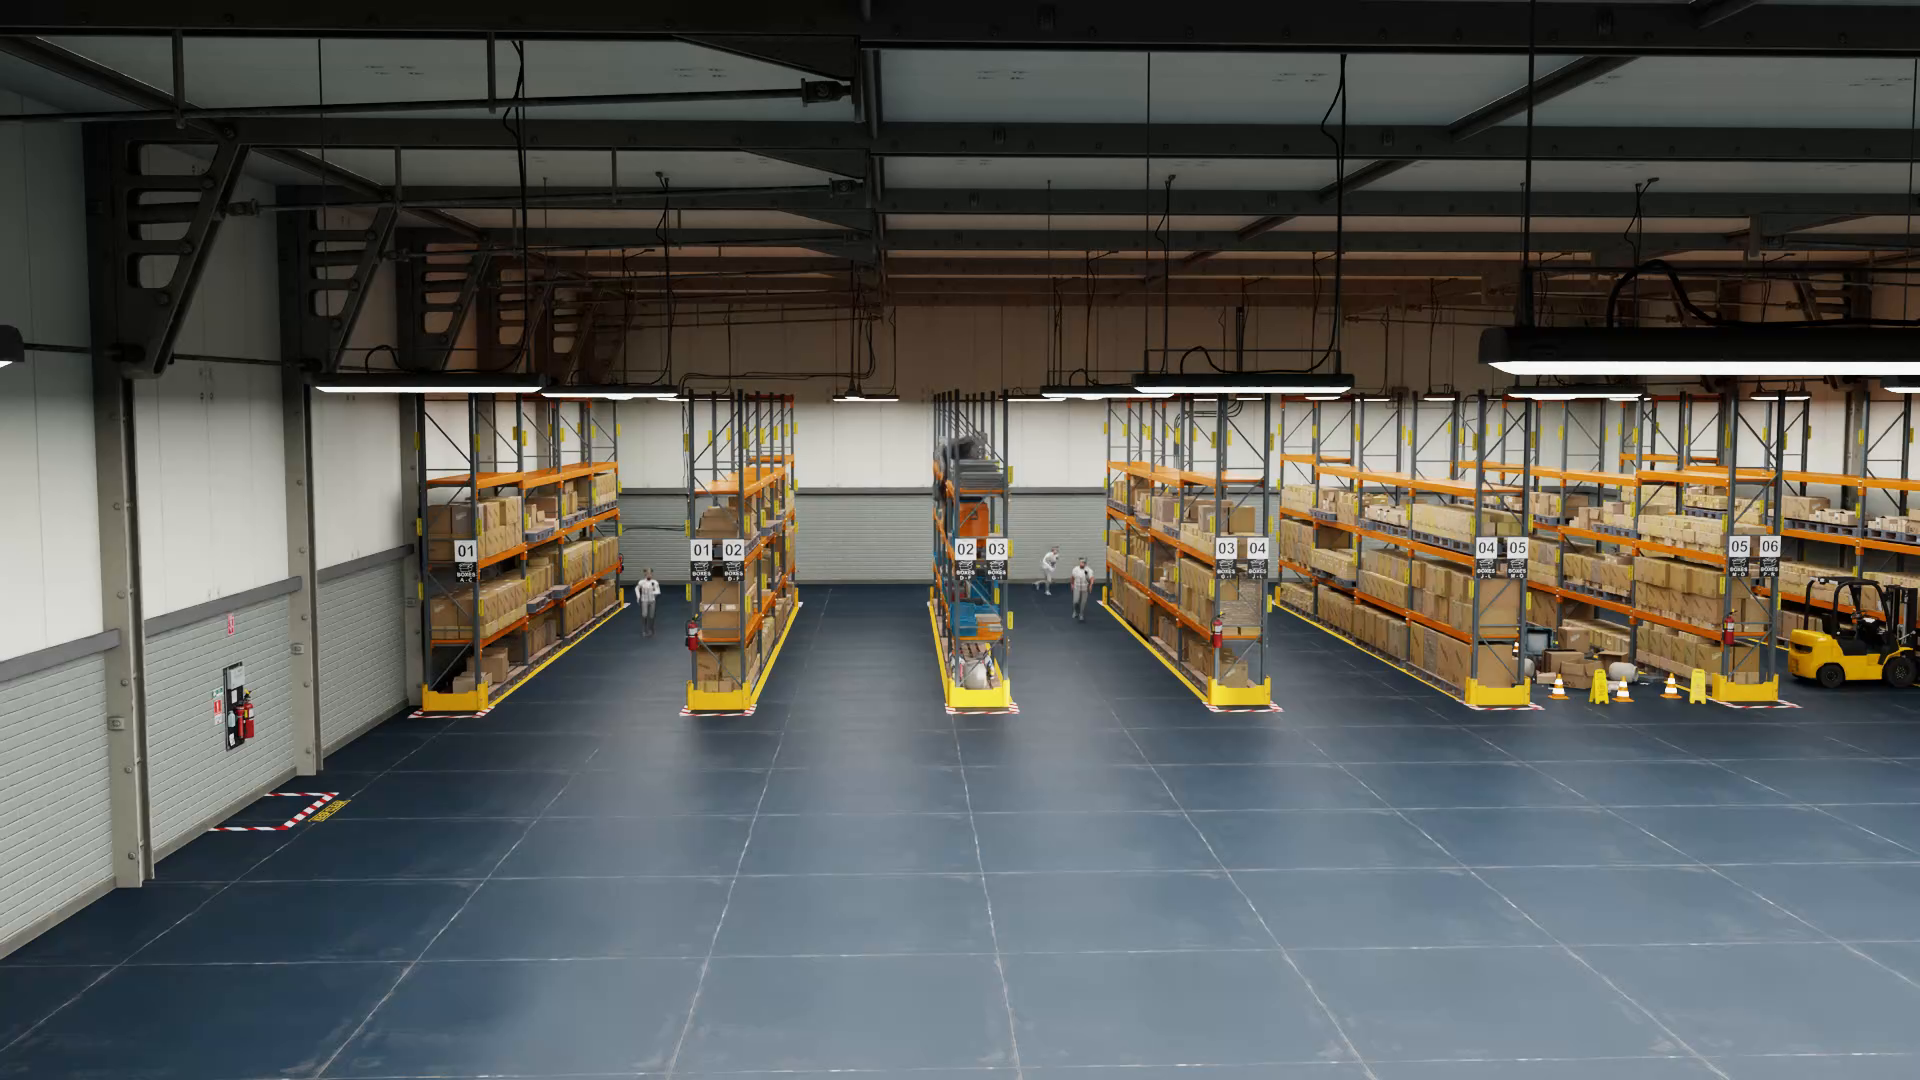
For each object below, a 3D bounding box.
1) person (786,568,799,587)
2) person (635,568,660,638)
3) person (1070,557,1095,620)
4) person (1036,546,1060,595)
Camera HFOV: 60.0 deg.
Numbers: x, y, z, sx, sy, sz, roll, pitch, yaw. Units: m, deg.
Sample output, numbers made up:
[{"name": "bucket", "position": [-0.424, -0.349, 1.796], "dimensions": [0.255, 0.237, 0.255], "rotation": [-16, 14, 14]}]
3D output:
[{"name": "person", "position": [-4.985, 1.007, 48.353], "dimensions": [0.614, 1.577, 0.598], "rotation": [0, 5, 1]}, {"name": "person", "position": [-7.671, 1.547, 40.900], "dimensions": [0.591, 1.718, 0.695], "rotation": [-1, 5, -13]}, {"name": "person", "position": [3.218, 1.292, 43.828], "dimensions": [0.657, 1.704, 0.798], "rotation": [0, 5, 6]}, {"name": "person", "position": [2.678, 0.903, 50.120], "dimensions": [0.828, 1.495, 0.628], "rotation": [4, 6, 43]}]
